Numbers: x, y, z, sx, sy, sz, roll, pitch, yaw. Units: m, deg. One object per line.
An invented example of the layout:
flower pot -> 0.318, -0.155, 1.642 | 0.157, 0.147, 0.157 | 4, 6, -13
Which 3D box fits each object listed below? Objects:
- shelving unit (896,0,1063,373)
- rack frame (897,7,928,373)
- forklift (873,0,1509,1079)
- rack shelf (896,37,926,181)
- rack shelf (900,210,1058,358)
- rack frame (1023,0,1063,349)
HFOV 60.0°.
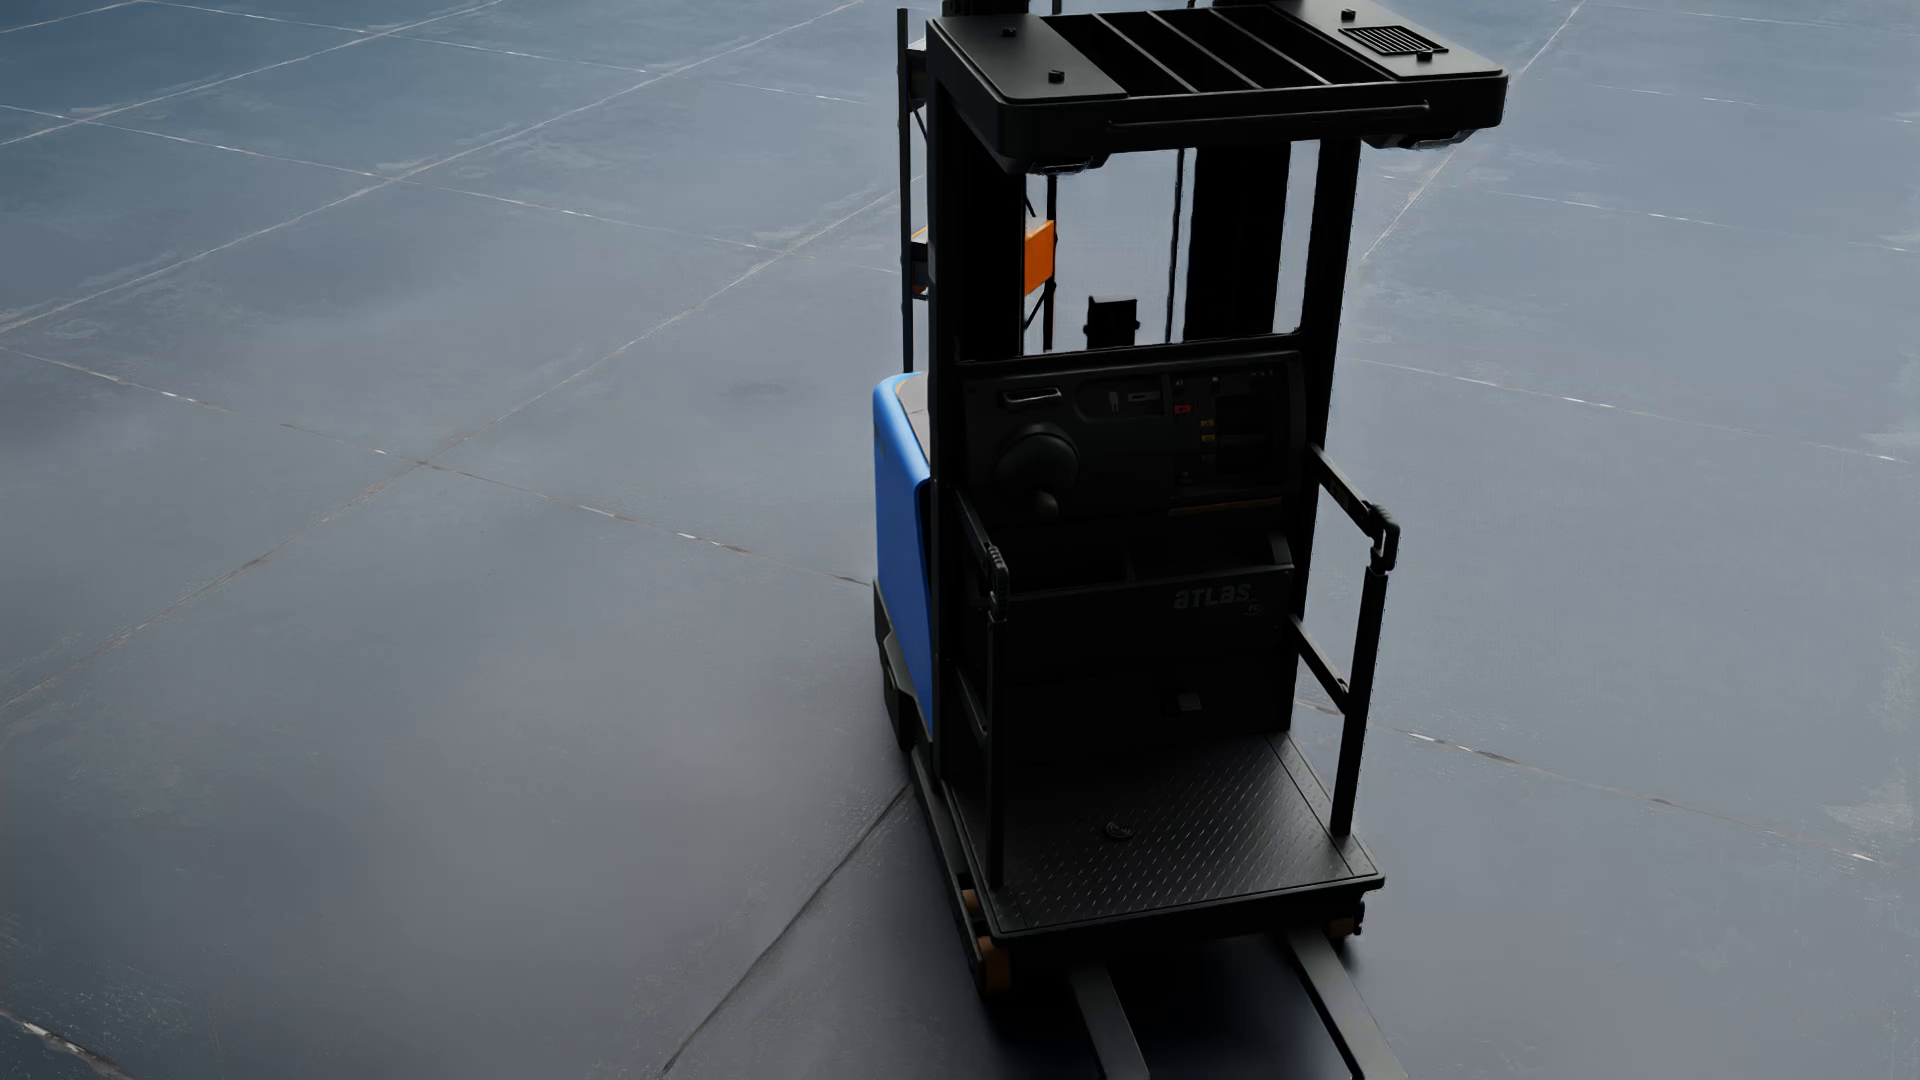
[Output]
shelving unit -> 0.075, -0.984, 6.355 | 0.431, 2.100, 0.503 | 14, 33, 23
rack frame -> -0.036, -0.876, 6.167 | 0.400, 2.100, 0.015 | 14, 33, 23
forklift -> 0.515, -0.229, 4.205 | 1.130, 2.935, 3.031 | -6, 30, -11
rack shelf -> 0.075, -1.579, 6.013 | 0.431, 0.518, 0.480 | 14, 33, 23
rack shelf -> 0.075, -0.972, 6.362 | 0.431, 0.518, 0.480 | 14, 33, 23
rack frame -> 0.187, -1.092, 6.543 | 0.400, 2.100, 0.015 | 14, 33, 23
